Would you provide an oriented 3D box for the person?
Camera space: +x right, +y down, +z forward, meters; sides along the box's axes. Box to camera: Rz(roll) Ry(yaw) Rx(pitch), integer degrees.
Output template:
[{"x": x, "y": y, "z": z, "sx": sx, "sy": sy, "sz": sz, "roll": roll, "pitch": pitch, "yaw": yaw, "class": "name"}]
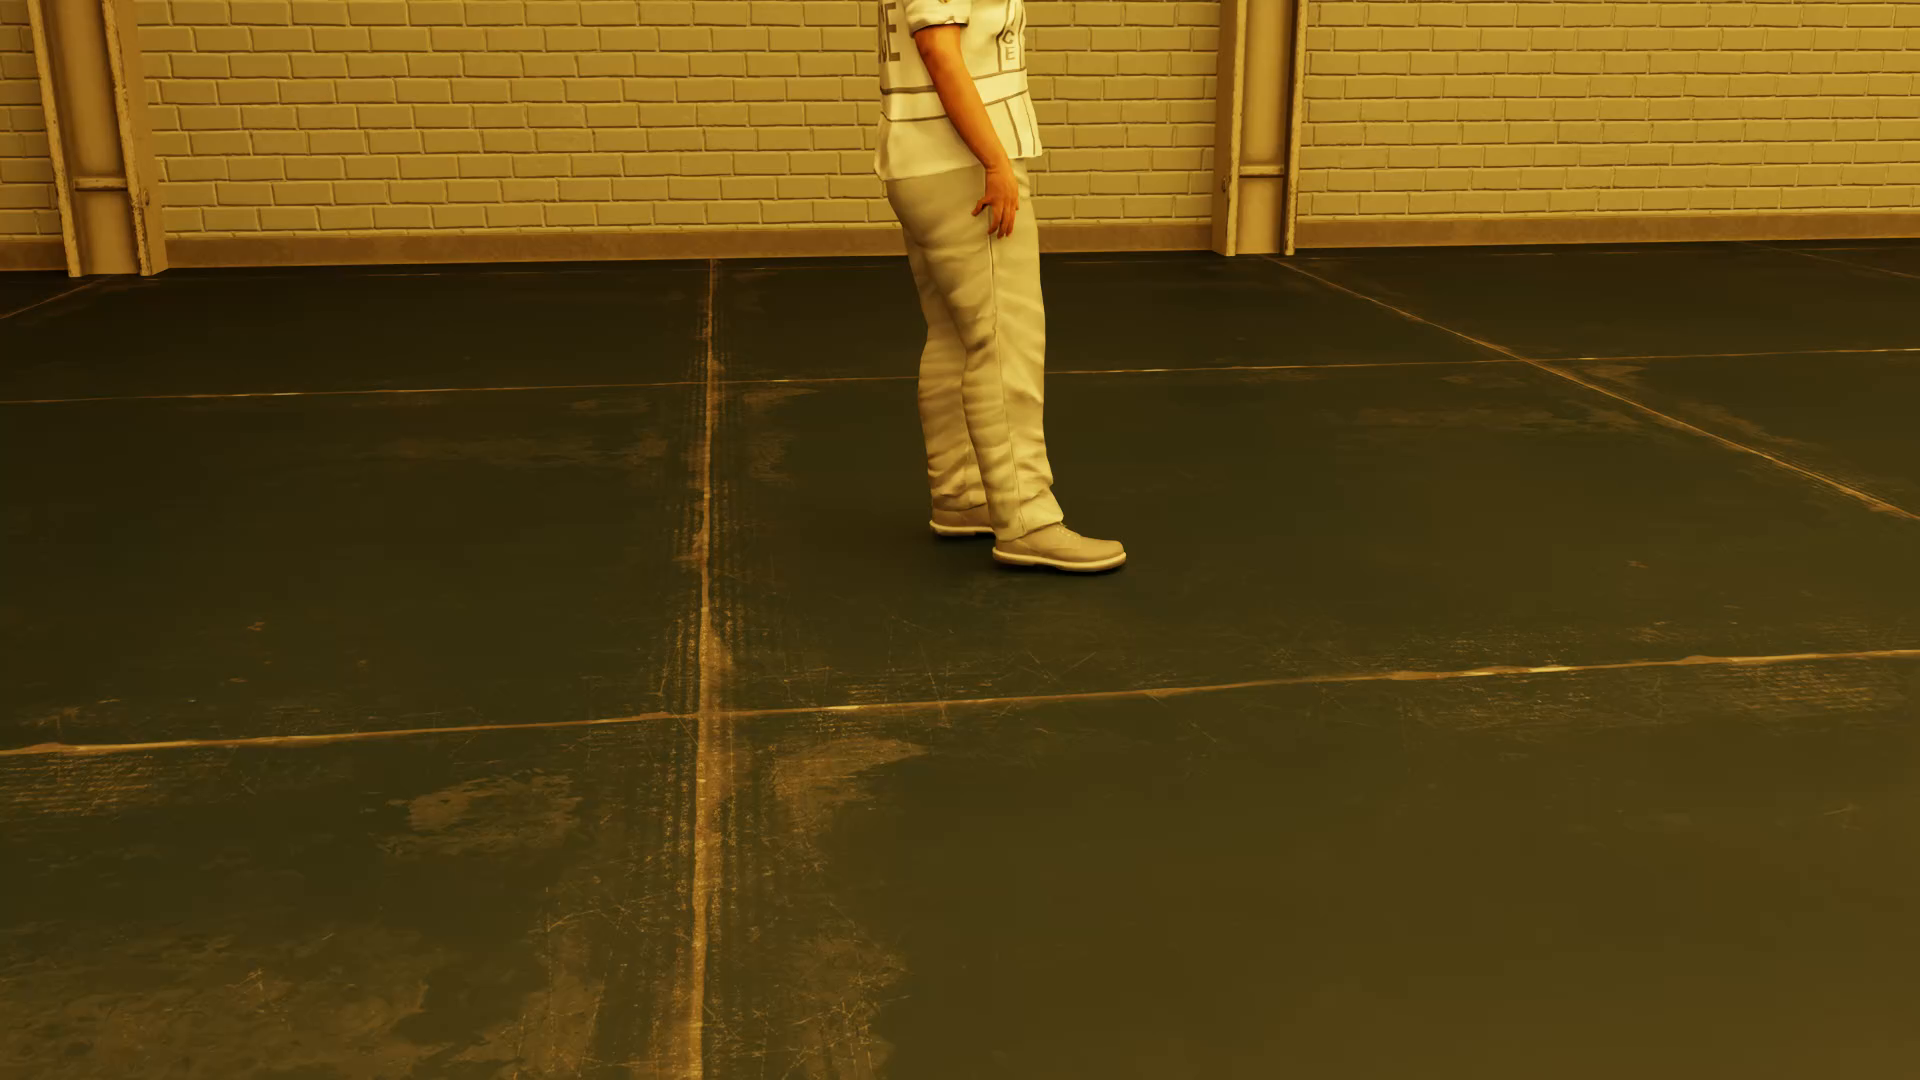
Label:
[{"x": 0.079, "y": -0.802, "z": 3.712, "sx": 0.529, "sy": 1.670, "sz": 0.599, "roll": -2, "pitch": 17, "yaw": -8, "class": "person"}]
